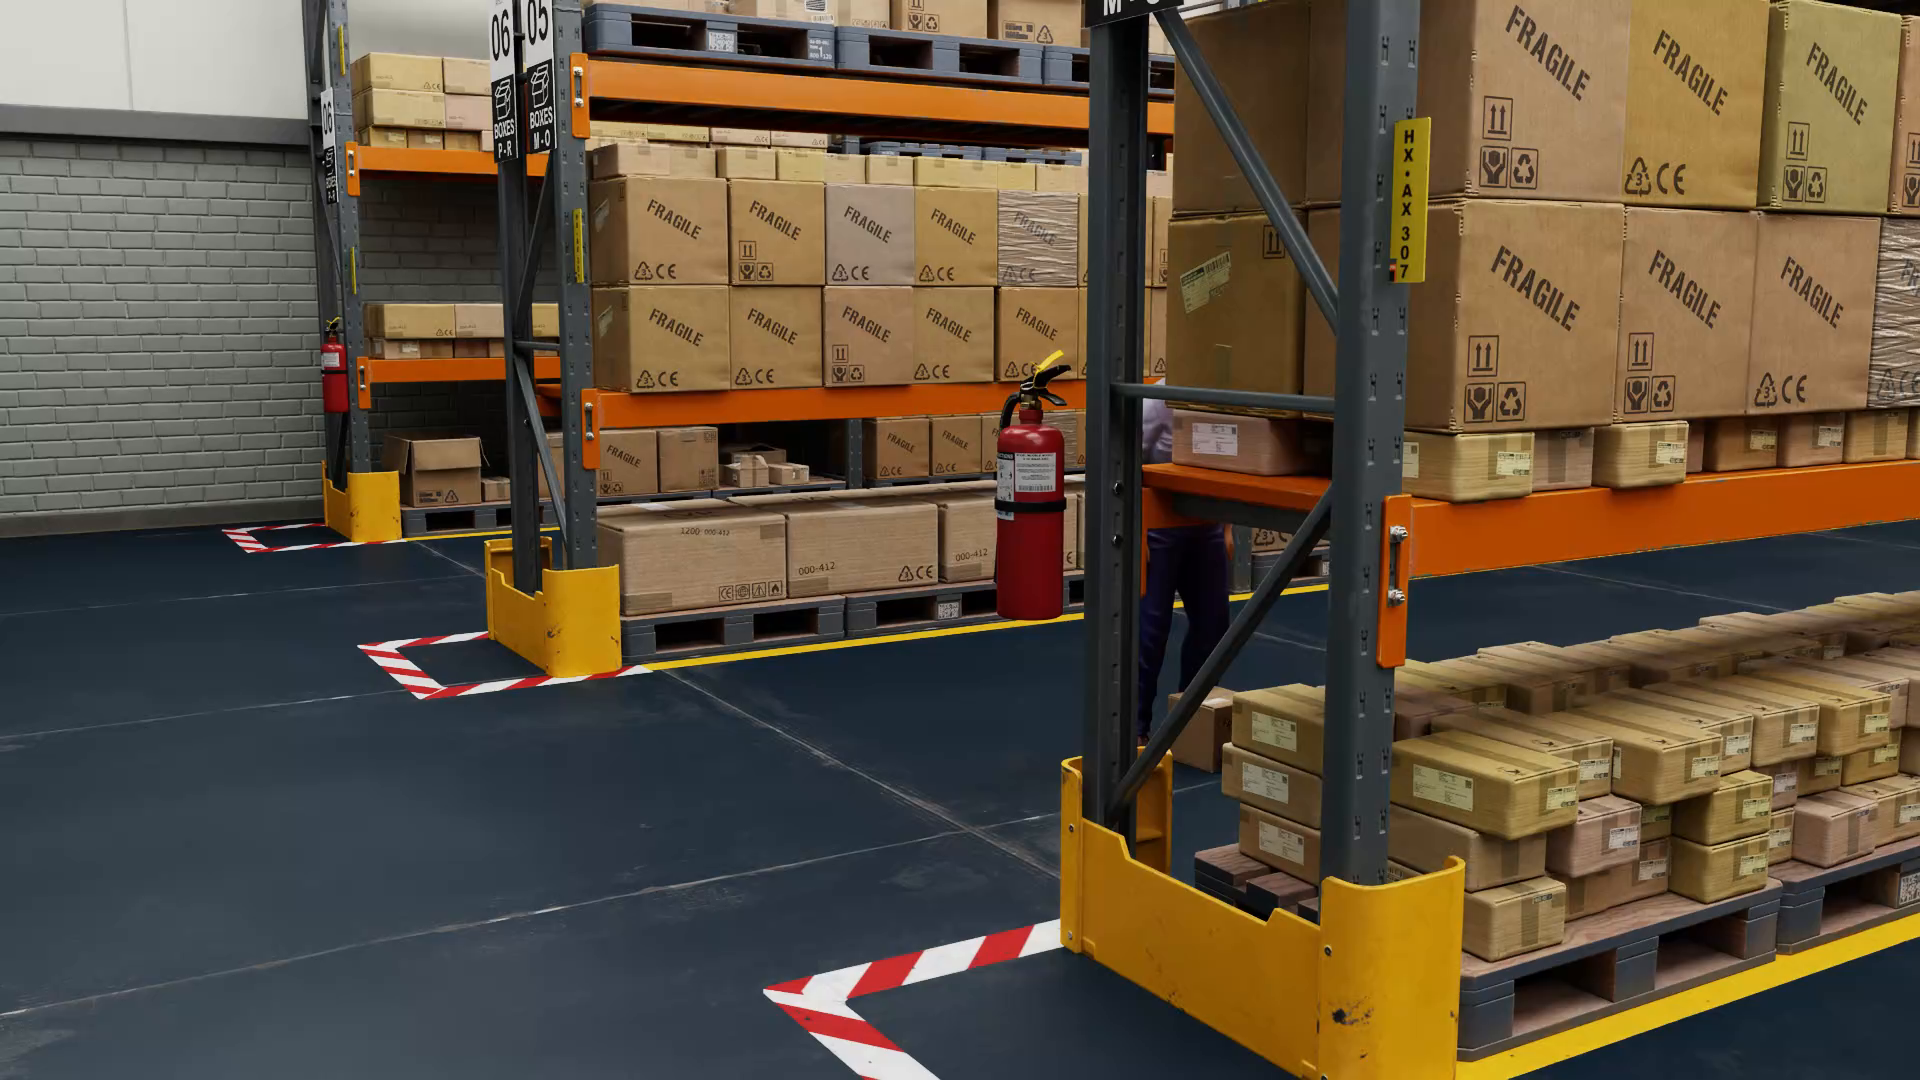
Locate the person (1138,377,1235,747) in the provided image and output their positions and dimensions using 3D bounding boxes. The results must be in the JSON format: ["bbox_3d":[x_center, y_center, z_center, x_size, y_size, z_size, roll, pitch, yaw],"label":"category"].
[{"bbox_3d":[0.842,-0.003,6.380,0.537,1.651,0.417,-5,10,-31],"label":"person"}]
